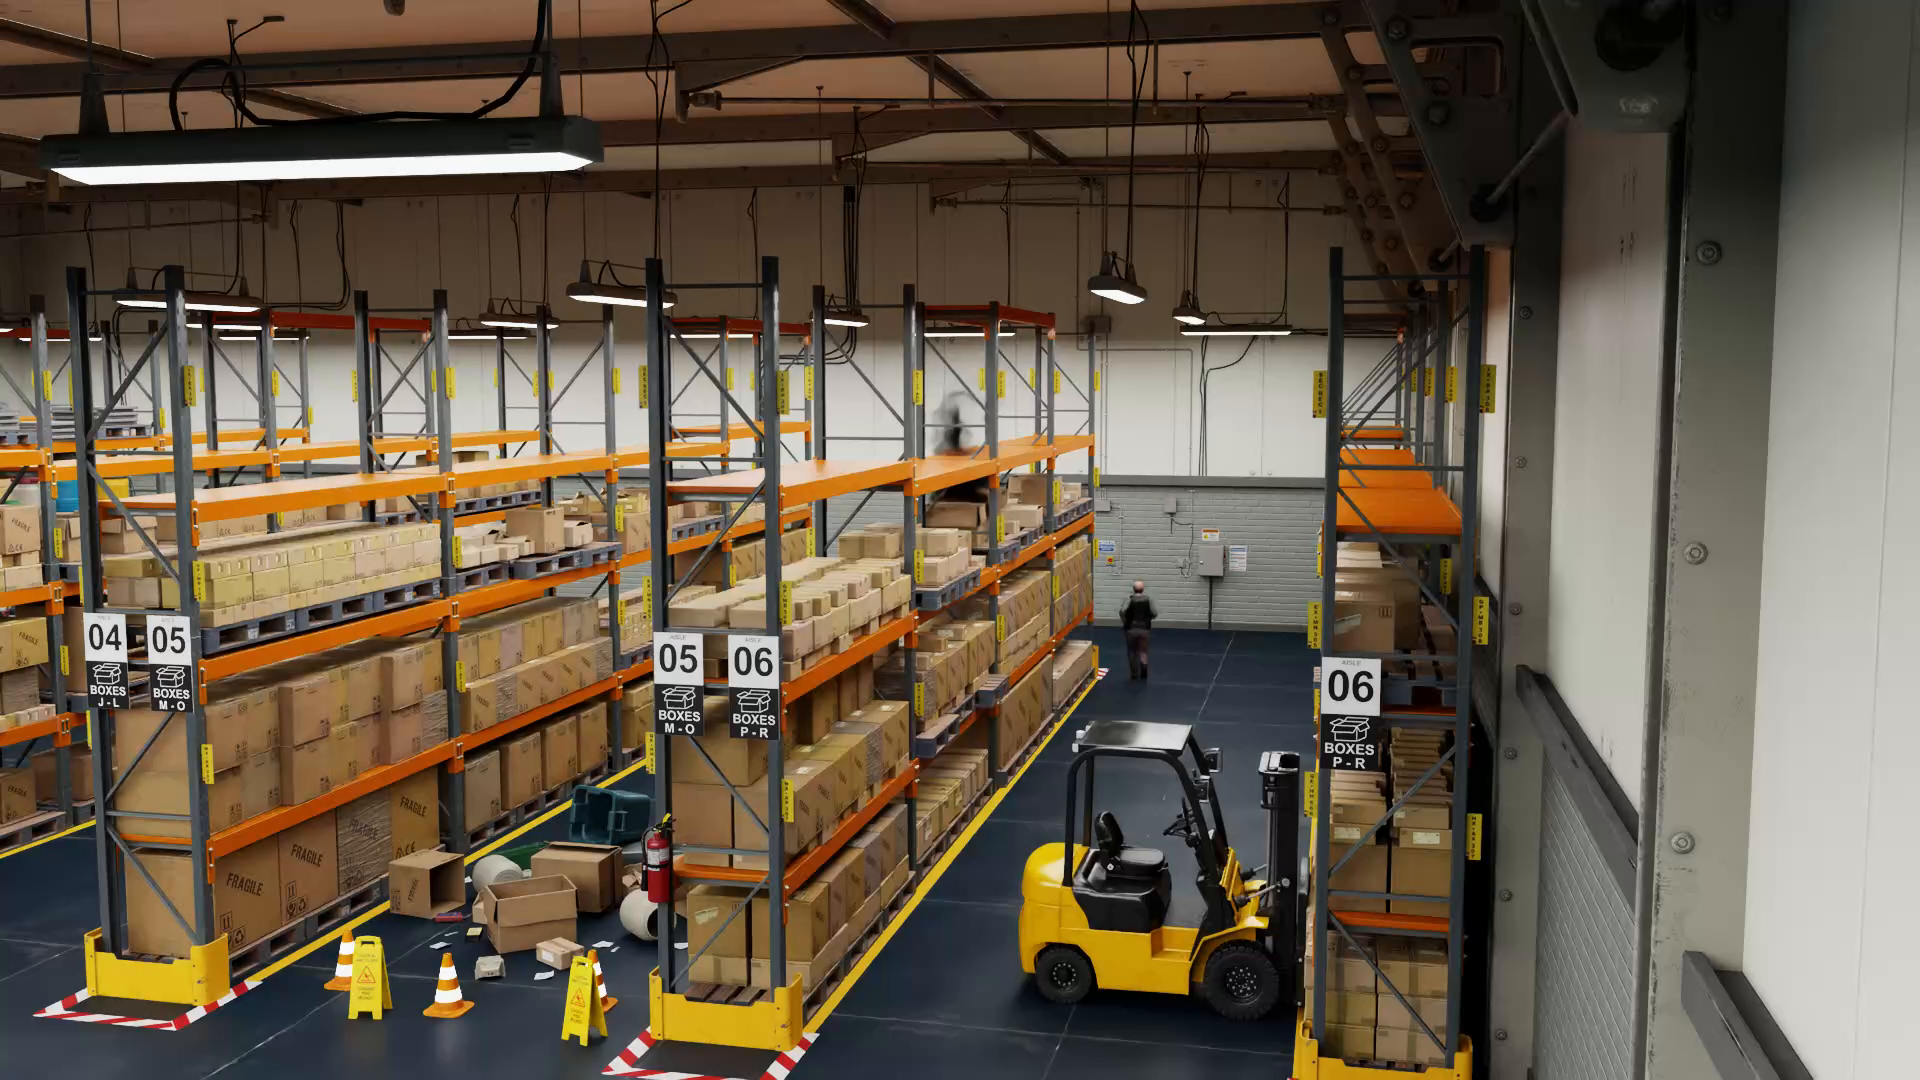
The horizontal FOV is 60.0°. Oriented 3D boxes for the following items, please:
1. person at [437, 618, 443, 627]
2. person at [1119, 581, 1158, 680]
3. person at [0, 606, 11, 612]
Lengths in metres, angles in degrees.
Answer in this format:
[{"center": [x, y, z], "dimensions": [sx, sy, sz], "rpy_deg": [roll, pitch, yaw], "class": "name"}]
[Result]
[{"center": [-7.451, 1.928, 24.039], "dimensions": [0.524, 1.596, 0.842], "rpy_deg": [1, 6, 5], "class": "person"}, {"center": [2.955, 1.525, 27.633], "dimensions": [0.658, 1.706, 0.920], "rpy_deg": [0, 6, 0], "class": "person"}, {"center": [-16.276, 1.452, 28.222], "dimensions": [0.686, 1.733, 0.599], "rpy_deg": [0, 6, -2], "class": "person"}]
